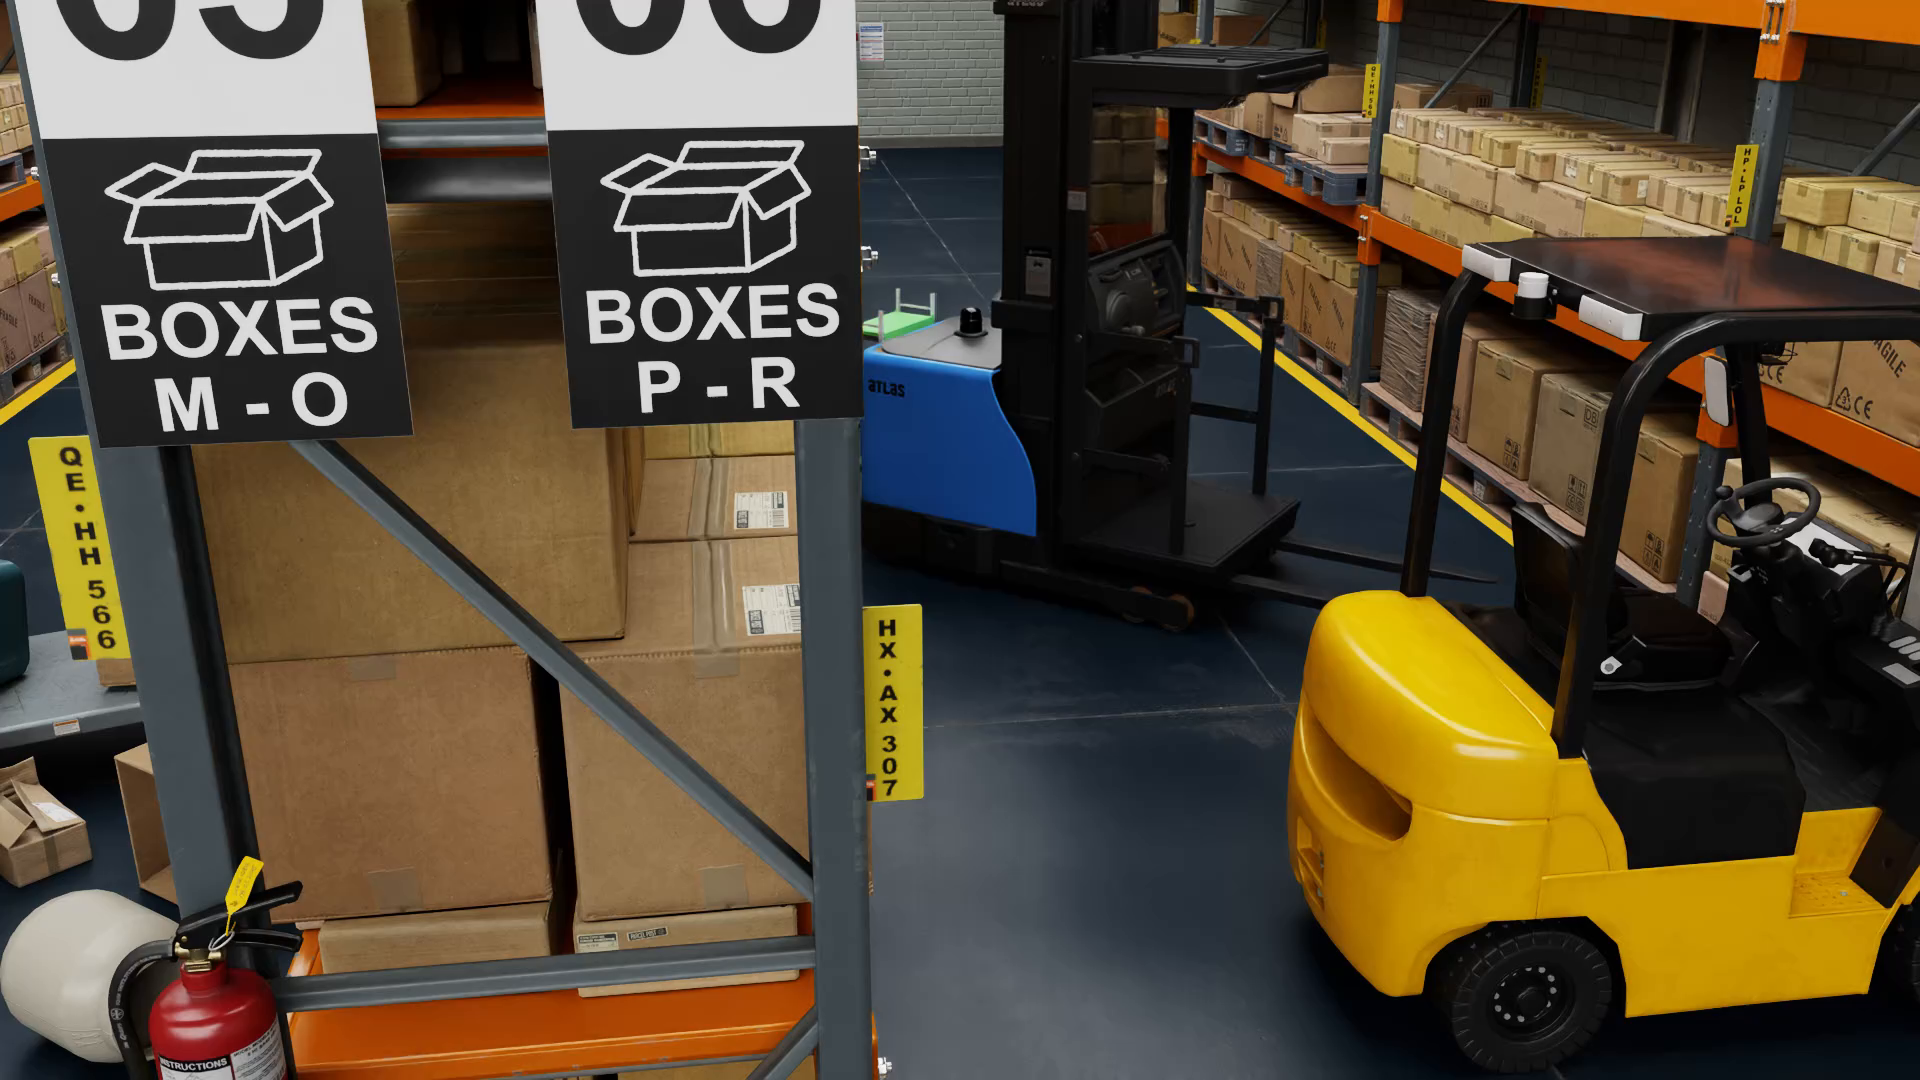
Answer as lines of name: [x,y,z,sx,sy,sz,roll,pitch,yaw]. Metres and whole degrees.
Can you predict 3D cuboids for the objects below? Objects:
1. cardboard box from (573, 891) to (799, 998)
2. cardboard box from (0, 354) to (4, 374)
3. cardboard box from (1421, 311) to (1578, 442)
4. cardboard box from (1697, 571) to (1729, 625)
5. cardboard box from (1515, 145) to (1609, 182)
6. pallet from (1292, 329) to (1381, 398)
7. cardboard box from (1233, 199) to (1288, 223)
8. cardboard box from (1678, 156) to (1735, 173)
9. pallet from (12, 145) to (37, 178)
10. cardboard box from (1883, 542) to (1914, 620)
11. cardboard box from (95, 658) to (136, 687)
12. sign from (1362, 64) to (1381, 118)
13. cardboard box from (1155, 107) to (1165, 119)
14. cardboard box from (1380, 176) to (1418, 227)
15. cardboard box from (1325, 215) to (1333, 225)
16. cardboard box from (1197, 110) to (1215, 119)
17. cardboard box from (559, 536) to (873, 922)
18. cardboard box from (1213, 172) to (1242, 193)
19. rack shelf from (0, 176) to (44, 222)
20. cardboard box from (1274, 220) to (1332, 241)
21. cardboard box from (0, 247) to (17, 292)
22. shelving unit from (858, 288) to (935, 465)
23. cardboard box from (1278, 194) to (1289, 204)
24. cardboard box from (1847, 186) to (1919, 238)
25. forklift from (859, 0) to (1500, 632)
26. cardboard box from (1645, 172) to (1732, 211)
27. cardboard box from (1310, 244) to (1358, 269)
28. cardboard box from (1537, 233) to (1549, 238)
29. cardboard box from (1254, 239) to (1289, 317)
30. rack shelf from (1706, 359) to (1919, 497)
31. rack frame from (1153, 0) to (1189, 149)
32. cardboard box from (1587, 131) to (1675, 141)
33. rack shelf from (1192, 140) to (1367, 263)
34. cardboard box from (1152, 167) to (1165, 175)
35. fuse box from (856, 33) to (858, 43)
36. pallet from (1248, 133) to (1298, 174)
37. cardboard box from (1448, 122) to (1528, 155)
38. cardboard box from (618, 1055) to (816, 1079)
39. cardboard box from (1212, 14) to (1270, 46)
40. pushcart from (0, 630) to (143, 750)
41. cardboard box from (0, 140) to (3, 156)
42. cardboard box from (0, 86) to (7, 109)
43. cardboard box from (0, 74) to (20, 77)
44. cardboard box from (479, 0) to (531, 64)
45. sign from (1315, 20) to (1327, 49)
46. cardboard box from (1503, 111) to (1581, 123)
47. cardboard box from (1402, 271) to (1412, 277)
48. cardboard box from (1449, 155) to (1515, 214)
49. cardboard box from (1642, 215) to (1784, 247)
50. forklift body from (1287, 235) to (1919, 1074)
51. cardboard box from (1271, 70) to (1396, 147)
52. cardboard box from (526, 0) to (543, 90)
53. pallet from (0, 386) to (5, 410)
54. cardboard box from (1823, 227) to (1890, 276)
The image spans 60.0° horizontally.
cardboard box: [-0.487,0.673,2.986,0.380,0.149,0.250,-3,21,-8]
cardboard box: [-6.606,-1.259,10.772,0.500,0.500,0.500,-3,21,-7]
cardboard box: [3.293,-0.980,9.846,0.875,0.625,0.625,-2,21,-6]
cardboard box: [3.434,0.323,6.895,0.500,0.250,0.500,-3,21,-7]
cardboard box: [3.094,-1.940,8.552,0.380,0.149,0.250,-3,21,-9]
pallet: [3.045,-1.292,11.874,1.003,0.211,1.213,-3,21,-8]
cardboard box: [2.491,-2.735,13.796,0.380,0.149,0.250,-4,21,-11]
cardboard box: [3.763,-1.793,8.160,0.380,0.149,0.250,-3,21,-8]
pallet: [-7.291,-2.825,12.266,1.003,0.211,1.213,-3,21,-8]
cardboard box: [3.598,0.203,5.787,0.500,0.250,0.500,-2,21,-6]
cardboard box: [-2.977,0.215,6.343,0.500,0.500,0.500,-3,21,-8]
sign: [2.579,-2.813,10.418,0.100,0.325,0.005,-3,21,-8]
cardboard box: [2.046,-4.060,15.658,0.380,0.149,0.250,-3,21,-9]
cardboard box: [2.937,-2.102,10.270,0.500,0.250,0.500,-3,21,-8]
cardboard box: [3.105,-2.494,13.151,0.380,0.149,0.250,-3,21,-7]
cardboard box: [2.387,-3.788,13.827,0.700,0.500,0.500,-2,21,-6]
cardboard box: [-0.437,0.319,3.006,0.500,0.500,0.500,-3,21,-9]
cardboard box: [2.387,-3.057,14.235,0.380,0.149,0.250,-3,21,-9]
rack shelf: [-6.969,-2.157,11.233,1.077,0.370,4.000,-3,21,-8]
cardboard box: [2.645,-2.374,12.830,0.380,0.149,0.250,-3,21,-8]
cardboard box: [-6.672,-1.777,11.088,0.500,0.250,0.500,-3,21,-7]
shelving unit: [-0.365,-0.686,8.838,0.258,1.200,0.503,12,24,29]
cardboard box: [2.920,-2.849,14.101,0.380,0.149,0.250,-3,21,-8]
cardboard box: [3.588,-1.233,6.234,0.380,0.149,0.250,-3,21,-7]
forklift: [1.007,-1.167,7.651,3.031,2.935,1.130,12,24,29]
cardboard box: [3.384,-1.587,7.607,0.380,0.149,0.250,-3,21,-8]
cardboard box: [2.729,-2.012,11.862,0.380,0.149,0.250,-4,21,-10]
cardboard box: [3.241,-1.391,8.368,0.500,0.250,0.500,-3,21,-7]
cardboard box: [2.608,-2.033,12.845,0.500,0.500,0.500,-4,21,-10]
rack shelf: [3.980,0.076,5.252,1.077,0.370,4.000,-3,21,-8]
rack frame: [1.962,-5.108,18.105,1.000,3.000,0.127,-3,21,-8]
cardboard box: [3.671,-2.150,9.117,0.380,0.149,0.250,-3,21,-9]
rack shelf: [2.827,-2.693,12.668,1.077,0.370,4.000,-3,21,-8]
cardboard box: [2.018,-3.431,16.587,0.500,0.500,0.500,-3,21,-7]
fuse box: [-1.686,-6.259,23.029,0.539,1.711,0.414,-3,21,-8]
pallet: [2.830,-2.921,12.524,1.003,0.211,1.213,-3,21,-8]
cardboard box: [3.022,-2.293,9.500,0.380,0.149,0.250,-3,21,-7]
cardboard box: [-0.490,1.122,3.682,0.500,0.500,0.500,-4,21,-10]
cardboard box: [2.587,-4.672,15.656,0.500,0.500,0.500,-3,21,-9]
pushcart: [-3.469,0.659,6.411,1.648,0.377,0.936,-11,23,-26]
cardboard box: [-6.813,-2.687,11.383,0.380,0.149,0.250,-2,21,-5]
cardboard box: [-6.861,-3.056,11.521,0.380,0.149,0.250,-4,21,-10]
cardboard box: [-7.006,-3.415,12.481,0.380,0.149,0.250,-2,21,-5]
cardboard box: [-1.015,-0.983,3.132,0.380,0.149,0.250,-3,21,-7]
sign: [3.087,-4.294,14.272,0.100,0.325,0.005,-3,21,-8]
cardboard box: [3.510,-2.501,10.056,0.380,0.149,0.250,-2,21,-6]
cardboard box: [3.280,-1.695,11.939,0.500,0.500,0.500,-3,21,-8]
cardboard box: [3.066,-1.980,9.231,0.500,0.250,0.500,-3,21,-9]
cardboard box: [3.368,-1.274,7.340,0.500,0.250,0.500,-3,21,-9]
forklift body: [2.189,0.265,4.933,2.313,2.155,1.214,-3,21,-8]
cardboard box: [2.697,-3.139,12.085,0.797,0.503,0.637,-3,21,-9]
cardboard box: [-0.496,-0.822,2.701,0.380,0.149,0.250,-4,21,-9]
pallet: [-6.791,-0.766,10.465,1.003,0.211,1.213,-3,21,-8]
cardboard box: [3.516,-1.090,6.279,0.380,0.149,0.250,-2,21,-6]
